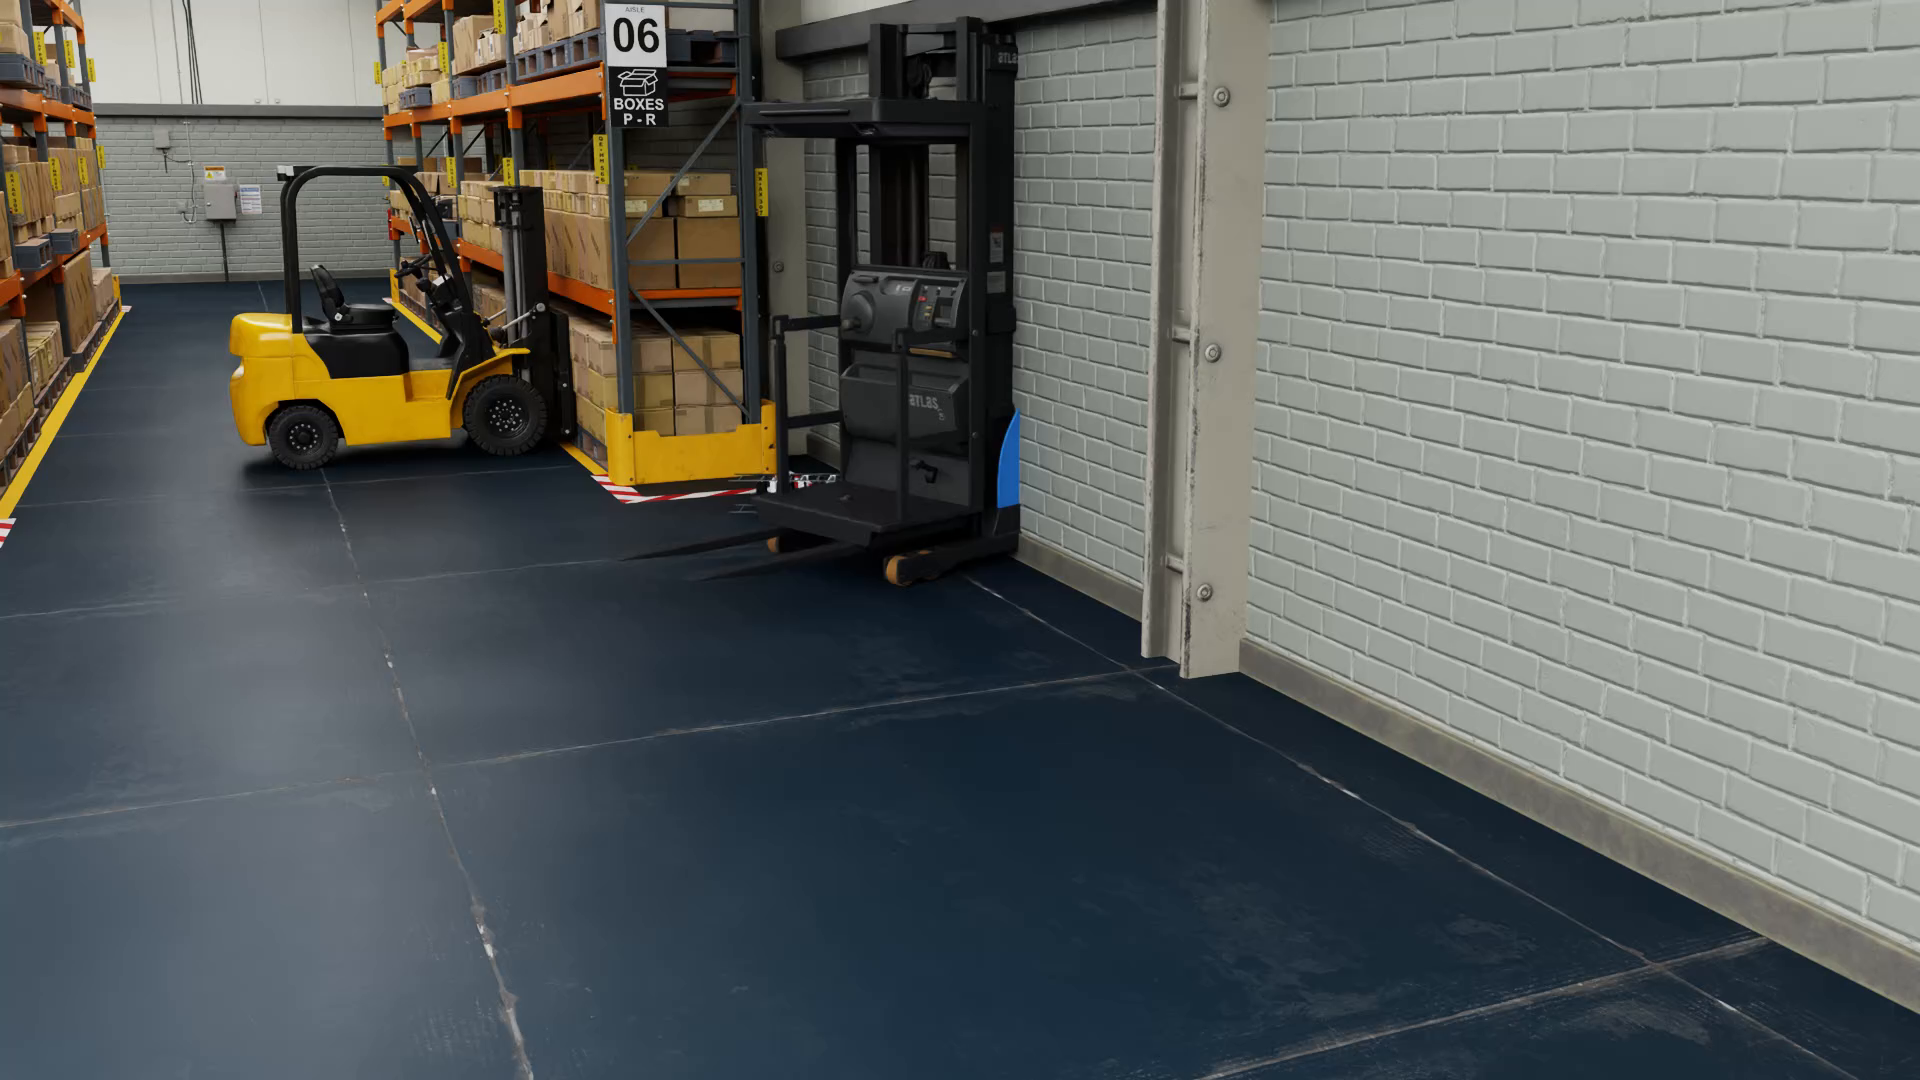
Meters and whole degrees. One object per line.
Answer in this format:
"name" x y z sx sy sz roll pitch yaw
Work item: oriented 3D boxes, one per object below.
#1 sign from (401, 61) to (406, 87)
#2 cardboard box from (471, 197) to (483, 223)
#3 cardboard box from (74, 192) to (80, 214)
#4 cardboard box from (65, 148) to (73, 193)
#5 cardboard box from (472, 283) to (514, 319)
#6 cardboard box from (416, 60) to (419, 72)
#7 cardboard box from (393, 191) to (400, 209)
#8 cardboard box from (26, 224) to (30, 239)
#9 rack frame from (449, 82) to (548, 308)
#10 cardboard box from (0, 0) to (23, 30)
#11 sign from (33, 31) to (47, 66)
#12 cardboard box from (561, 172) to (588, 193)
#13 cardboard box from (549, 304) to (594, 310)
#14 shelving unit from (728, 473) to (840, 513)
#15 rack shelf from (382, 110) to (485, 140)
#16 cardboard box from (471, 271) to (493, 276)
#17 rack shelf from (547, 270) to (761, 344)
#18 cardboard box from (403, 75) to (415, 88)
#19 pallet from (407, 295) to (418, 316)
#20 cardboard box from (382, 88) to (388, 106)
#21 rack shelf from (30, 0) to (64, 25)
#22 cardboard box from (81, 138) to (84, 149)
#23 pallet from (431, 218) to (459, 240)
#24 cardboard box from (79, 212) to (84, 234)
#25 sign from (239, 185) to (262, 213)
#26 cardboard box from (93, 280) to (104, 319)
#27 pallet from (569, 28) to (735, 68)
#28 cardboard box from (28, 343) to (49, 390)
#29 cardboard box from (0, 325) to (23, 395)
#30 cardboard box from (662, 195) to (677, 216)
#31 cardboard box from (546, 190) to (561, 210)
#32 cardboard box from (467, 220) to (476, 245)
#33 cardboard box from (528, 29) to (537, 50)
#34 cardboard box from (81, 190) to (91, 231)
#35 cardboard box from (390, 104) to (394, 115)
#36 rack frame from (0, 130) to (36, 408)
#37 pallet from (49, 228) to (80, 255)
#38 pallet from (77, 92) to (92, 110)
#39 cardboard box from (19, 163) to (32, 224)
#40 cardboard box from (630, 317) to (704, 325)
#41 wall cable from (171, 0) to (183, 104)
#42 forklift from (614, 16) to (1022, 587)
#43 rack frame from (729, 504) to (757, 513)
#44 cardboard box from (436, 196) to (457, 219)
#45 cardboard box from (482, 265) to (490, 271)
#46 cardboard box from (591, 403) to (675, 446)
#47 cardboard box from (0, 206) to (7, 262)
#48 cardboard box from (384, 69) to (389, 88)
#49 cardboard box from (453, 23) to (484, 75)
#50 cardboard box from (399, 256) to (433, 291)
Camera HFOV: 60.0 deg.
"sign" -7.206 -6.067 21.630 0.100 0.325 0.005 -6 14 -23
"cardboard box" -4.763 -3.421 17.222 0.500 0.250 0.500 -6 14 -24
"cardboard box" -10.652 -3.954 19.524 0.500 0.250 0.500 -5 14 -22
"cardboard box" -10.450 -4.208 18.961 0.500 0.500 0.500 -5 14 -21
"cardboard box" -4.872 -2.495 18.333 0.875 0.625 0.625 -5 14 -21
"cardboard box" -6.415 -5.780 20.282 0.380 0.149 0.250 -6 14 -23
"cardboard box" -8.177 -5.080 24.839 0.500 0.250 0.500 -5 14 -22
"cardboard box" -8.326 -2.688 14.457 0.380 0.149 0.250 -5 14 -22
"rack frame" -5.110 -3.577 18.675 1.000 3.000 0.127 -6 14 -23
"cardboard box" -8.129 -4.397 13.858 0.500 0.250 0.500 -6 14 -24
"sign" -9.158 -4.890 16.548 0.100 0.325 0.005 -6 14 -23
"cardboard box" -2.845 -2.744 12.753 0.380 0.149 0.250 -5 14 -22
"cardboard box" -3.405 -1.868 14.239 0.500 0.250 0.500 -6 14 -23
"shelving unit" -1.022 -0.303 10.696 0.900 0.210 0.258 0 13 2
"rack shelf" -7.513 -5.928 23.774 1.077 0.370 4.000 -6 14 -23
"cardboard box" -5.806 -3.130 19.915 0.380 0.149 0.250 -5 14 -21
"rack shelf" -2.706 -1.987 13.400 1.077 0.370 4.000 -6 14 -23
"cardboard box" -6.885 -5.842 21.210 0.380 0.149 0.250 -5 14 -22
"pallet" -7.479 -3.440 24.264 1.003 0.211 1.213 -6 14 -23
"cardboard box" -8.387 -6.647 24.958 0.500 0.250 0.500 -6 14 -24
"rack shelf" -10.457 -5.919 17.969 1.077 0.370 4.000 -6 14 -23
"cardboard box" -11.740 -5.212 21.858 0.380 0.149 0.250 -6 14 -23
"pallet" -5.445 -3.618 19.274 1.213 0.211 1.003 -6 14 -23
"cardboard box" -10.848 -3.812 20.020 0.500 0.250 0.500 -6 14 -24
"sign" -12.788 -6.145 29.978 0.329 0.494 0.001 -6 14 -23
"cardboard box" -11.412 -3.051 21.149 0.875 0.438 0.875 -6 14 -24
"pallet" -2.164 -3.491 11.846 1.003 0.211 1.213 -6 14 -23
"cardboard box" -8.557 -1.483 14.520 0.950 0.372 0.625 -5 14 -19
"cardboard box" -7.365 -1.329 12.465 0.500 0.500 0.500 -5 14 -22
"cardboard box" -1.960 -2.428 12.049 0.380 0.149 0.250 -6 14 -23
"cardboard box" -3.134 -2.759 13.479 0.380 0.149 0.250 -6 14 -25
"cardboard box" -4.959 -3.286 17.749 0.500 0.250 0.500 -6 14 -24
"cardboard box" -3.298 -4.064 13.530 0.380 0.149 0.250 -5 14 -21
"cardboard box" -11.206 -4.124 20.815 0.500 0.500 0.500 -5 14 -21
"cardboard box" -8.066 -6.262 24.178 0.380 0.149 0.250 -6 14 -23
"rack frame" -8.054 -2.302 13.164 1.000 3.000 0.127 -6 14 -23
"pallet" -9.273 -2.897 16.161 1.213 0.211 1.003 -6 14 -23
"pallet" -12.554 -6.047 22.889 1.003 0.211 1.213 -6 14 -23
"cardboard box" -8.180 -2.926 14.049 0.500 0.500 0.500 -6 14 -23
"cardboard box" -2.318 -1.600 13.082 0.500 0.250 0.500 -6 14 -23
"wall cable" -14.707 -8.921 28.458 2.355 3.000 0.029 -6 14 -23
"forklift" -0.465 -1.310 9.030 1.130 2.935 3.031 13 18 43
"rack frame" -1.021 -0.204 10.719 0.900 0.006 0.240 0 13 2
"cardboard box" -5.829 -3.898 19.460 0.500 0.250 0.500 -6 14 -26
"cardboard box" -5.897 -3.441 21.259 0.380 0.149 0.250 -5 14 -21
"cardboard box" -2.383 -0.858 12.092 0.500 0.250 0.500 -6 14 -23
"cardboard box" -7.435 -2.321 12.362 0.500 0.500 0.500 -5 14 -21
"cardboard box" -8.180 -6.786 24.449 0.500 0.250 0.500 -6 14 -23
"cardboard box" -5.043 -5.169 17.525 0.500 0.500 0.500 -5 14 -22
"cardboard box" -8.156 -4.084 25.467 0.797 0.503 0.637 -6 14 -25
